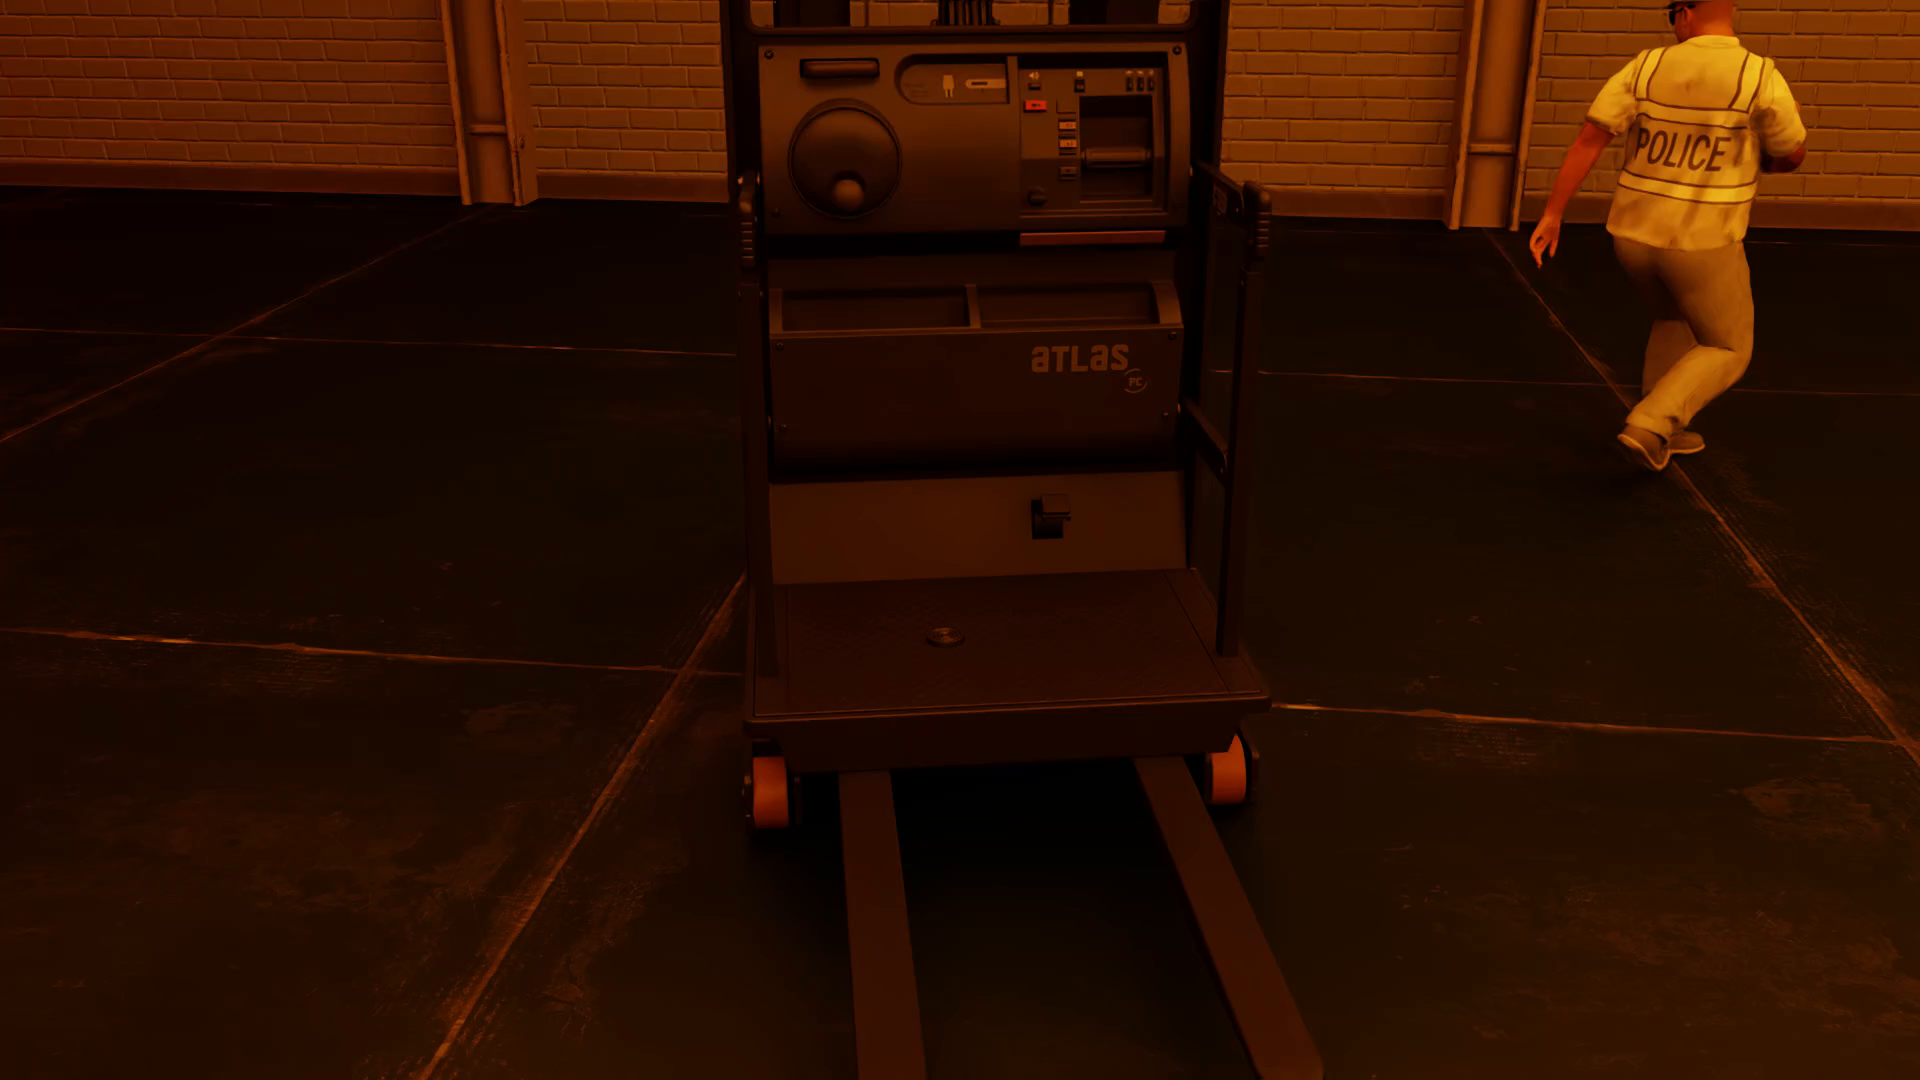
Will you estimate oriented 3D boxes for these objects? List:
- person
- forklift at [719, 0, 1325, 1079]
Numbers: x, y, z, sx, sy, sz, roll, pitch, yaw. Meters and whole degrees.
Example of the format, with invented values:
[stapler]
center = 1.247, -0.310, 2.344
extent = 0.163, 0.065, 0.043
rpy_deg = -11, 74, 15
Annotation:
[person]
center = 2.381, -1.029, 5.522
extent = 0.779, 1.678, 0.628
rpy_deg = -14, 26, -31
[forklift]
center = 0.059, -0.862, 3.394
extent = 1.130, 2.935, 3.031
rpy_deg = -2, 22, -5
